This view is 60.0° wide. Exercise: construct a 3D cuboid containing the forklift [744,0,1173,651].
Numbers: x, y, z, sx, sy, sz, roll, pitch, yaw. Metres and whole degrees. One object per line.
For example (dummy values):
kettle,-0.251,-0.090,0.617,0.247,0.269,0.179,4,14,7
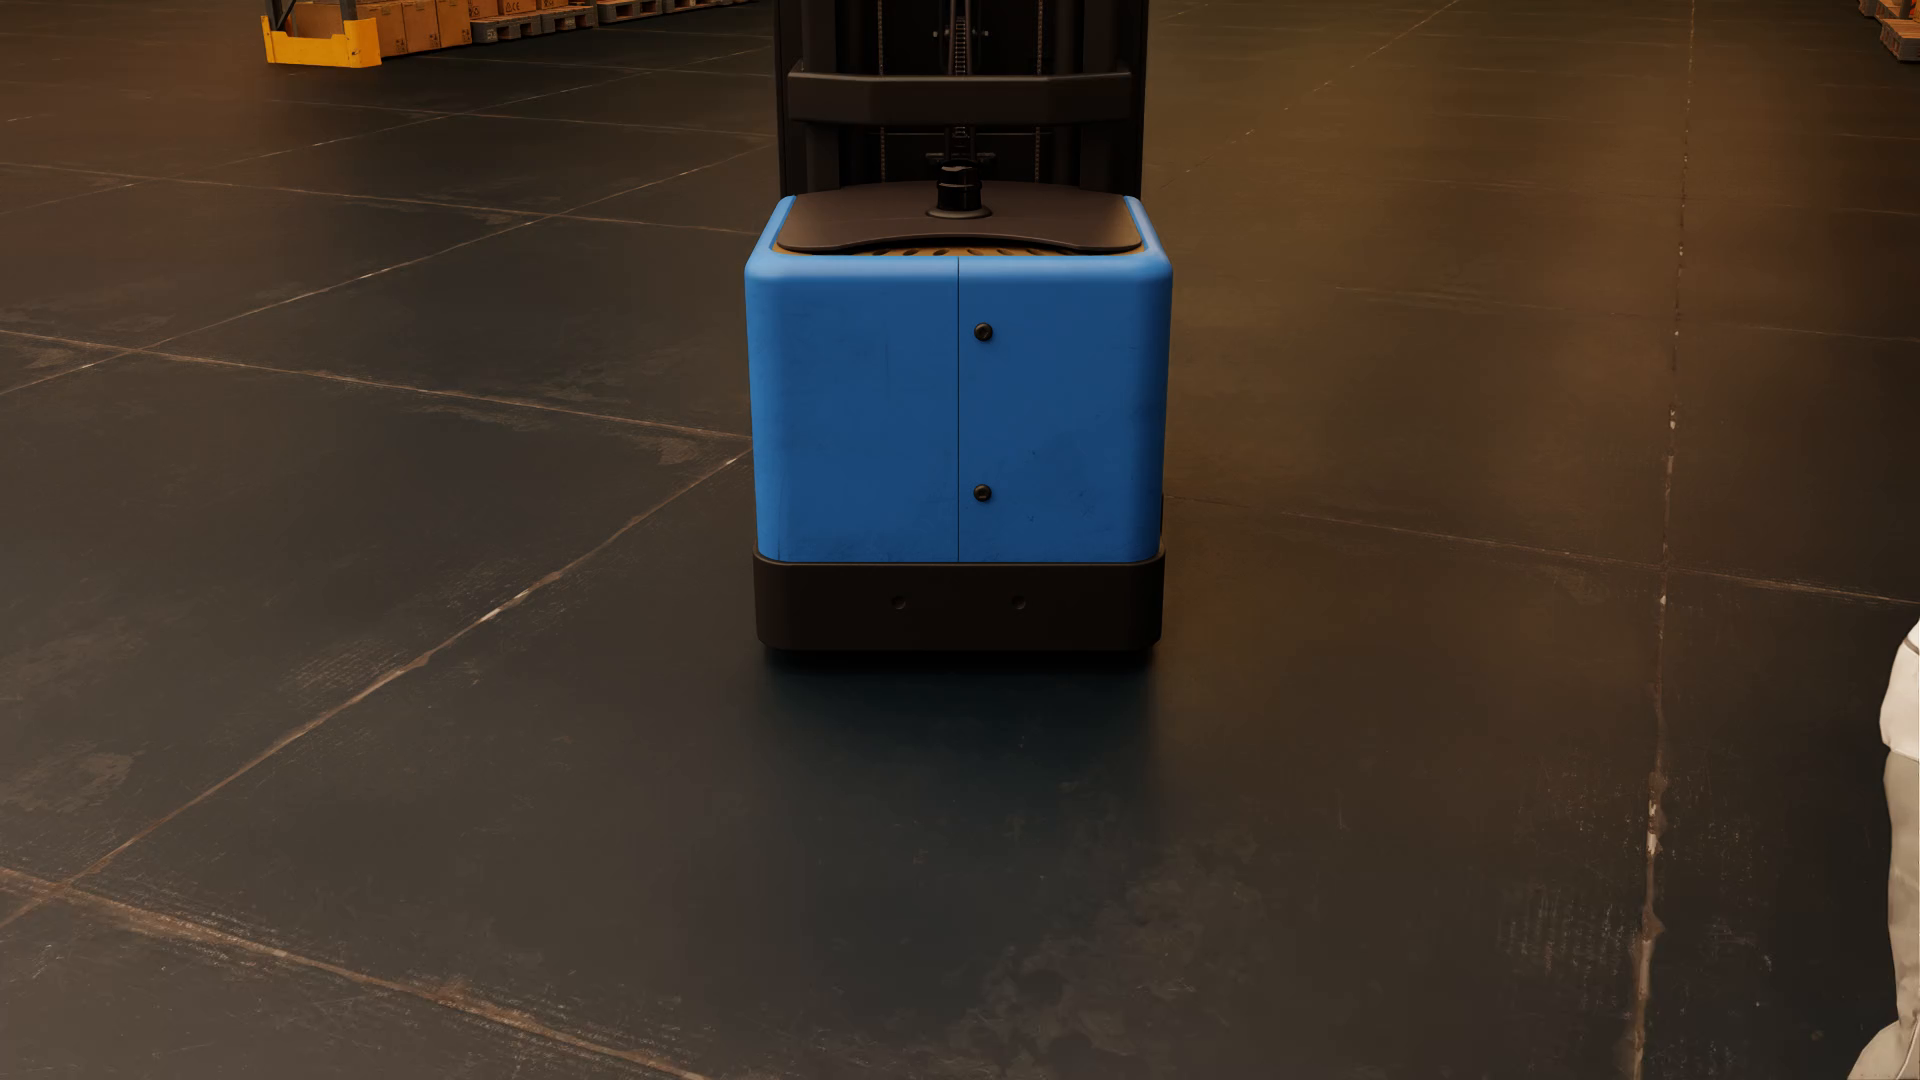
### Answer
forklift,0.002,-1.587,5.089,1.130,2.935,3.031,0,23,0
